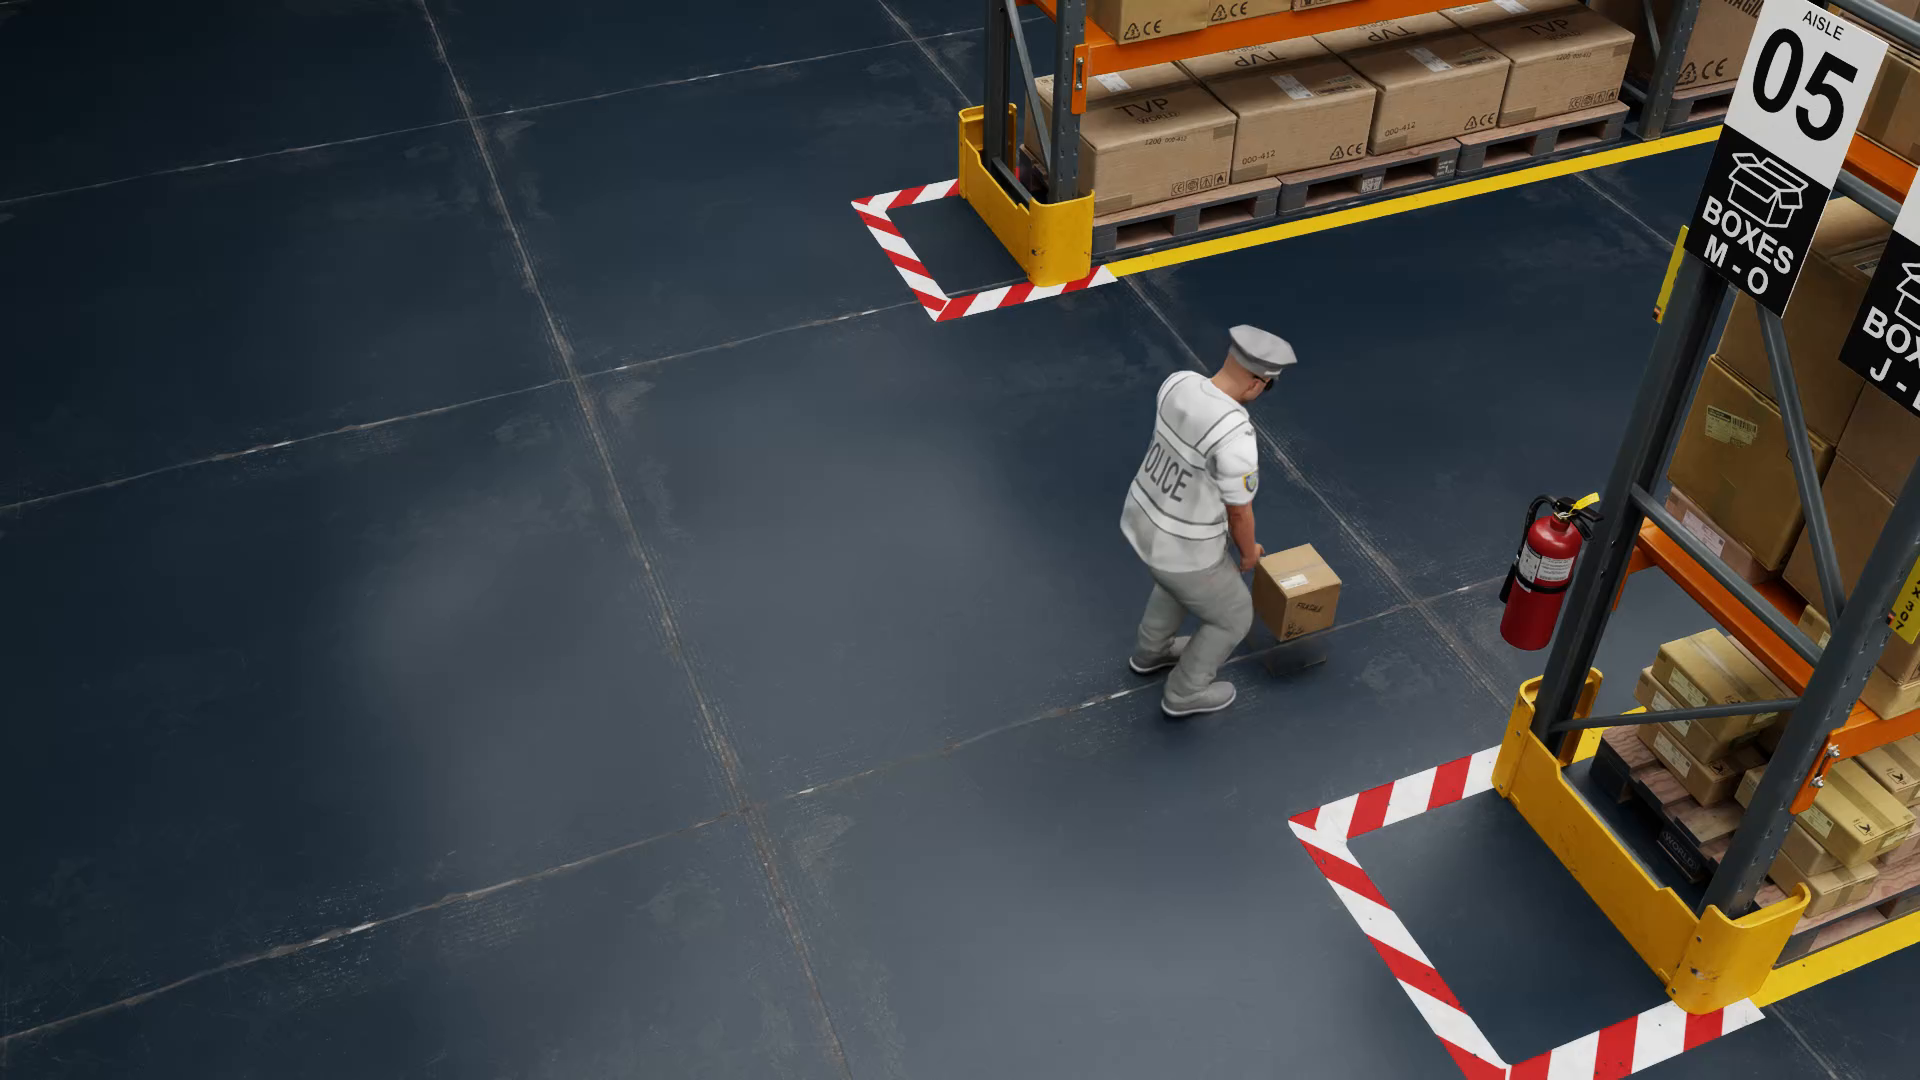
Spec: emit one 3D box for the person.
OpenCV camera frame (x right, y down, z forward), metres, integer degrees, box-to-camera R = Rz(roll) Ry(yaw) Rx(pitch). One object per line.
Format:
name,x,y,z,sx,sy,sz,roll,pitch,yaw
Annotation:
person,0.901,-0.057,6.306,0.585,1.650,0.571,-14,43,-16
